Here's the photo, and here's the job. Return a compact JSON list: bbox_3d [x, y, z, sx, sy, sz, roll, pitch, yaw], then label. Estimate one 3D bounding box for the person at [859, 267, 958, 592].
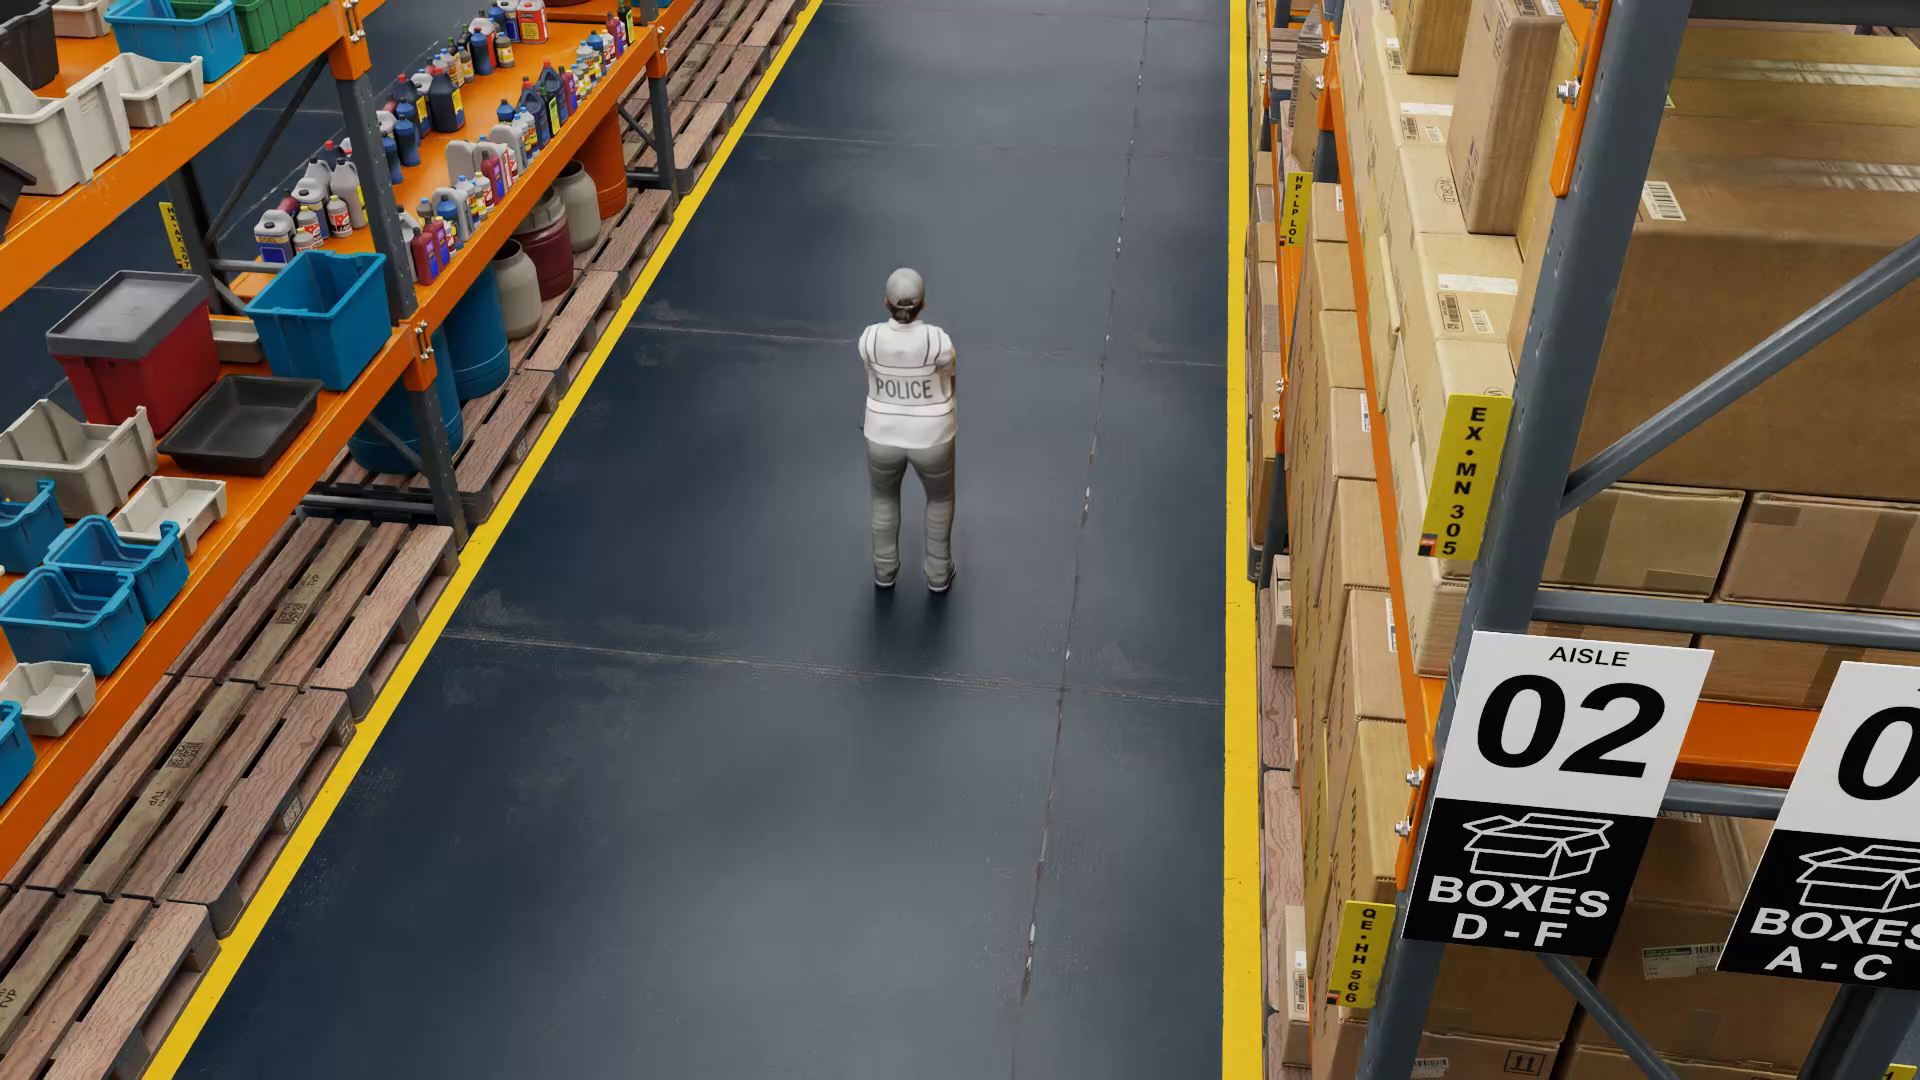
[{"bbox_3d":[-0.228,-0.523,7.757,0.452,1.661,0.553,4,37,5],"label":"person"}]
